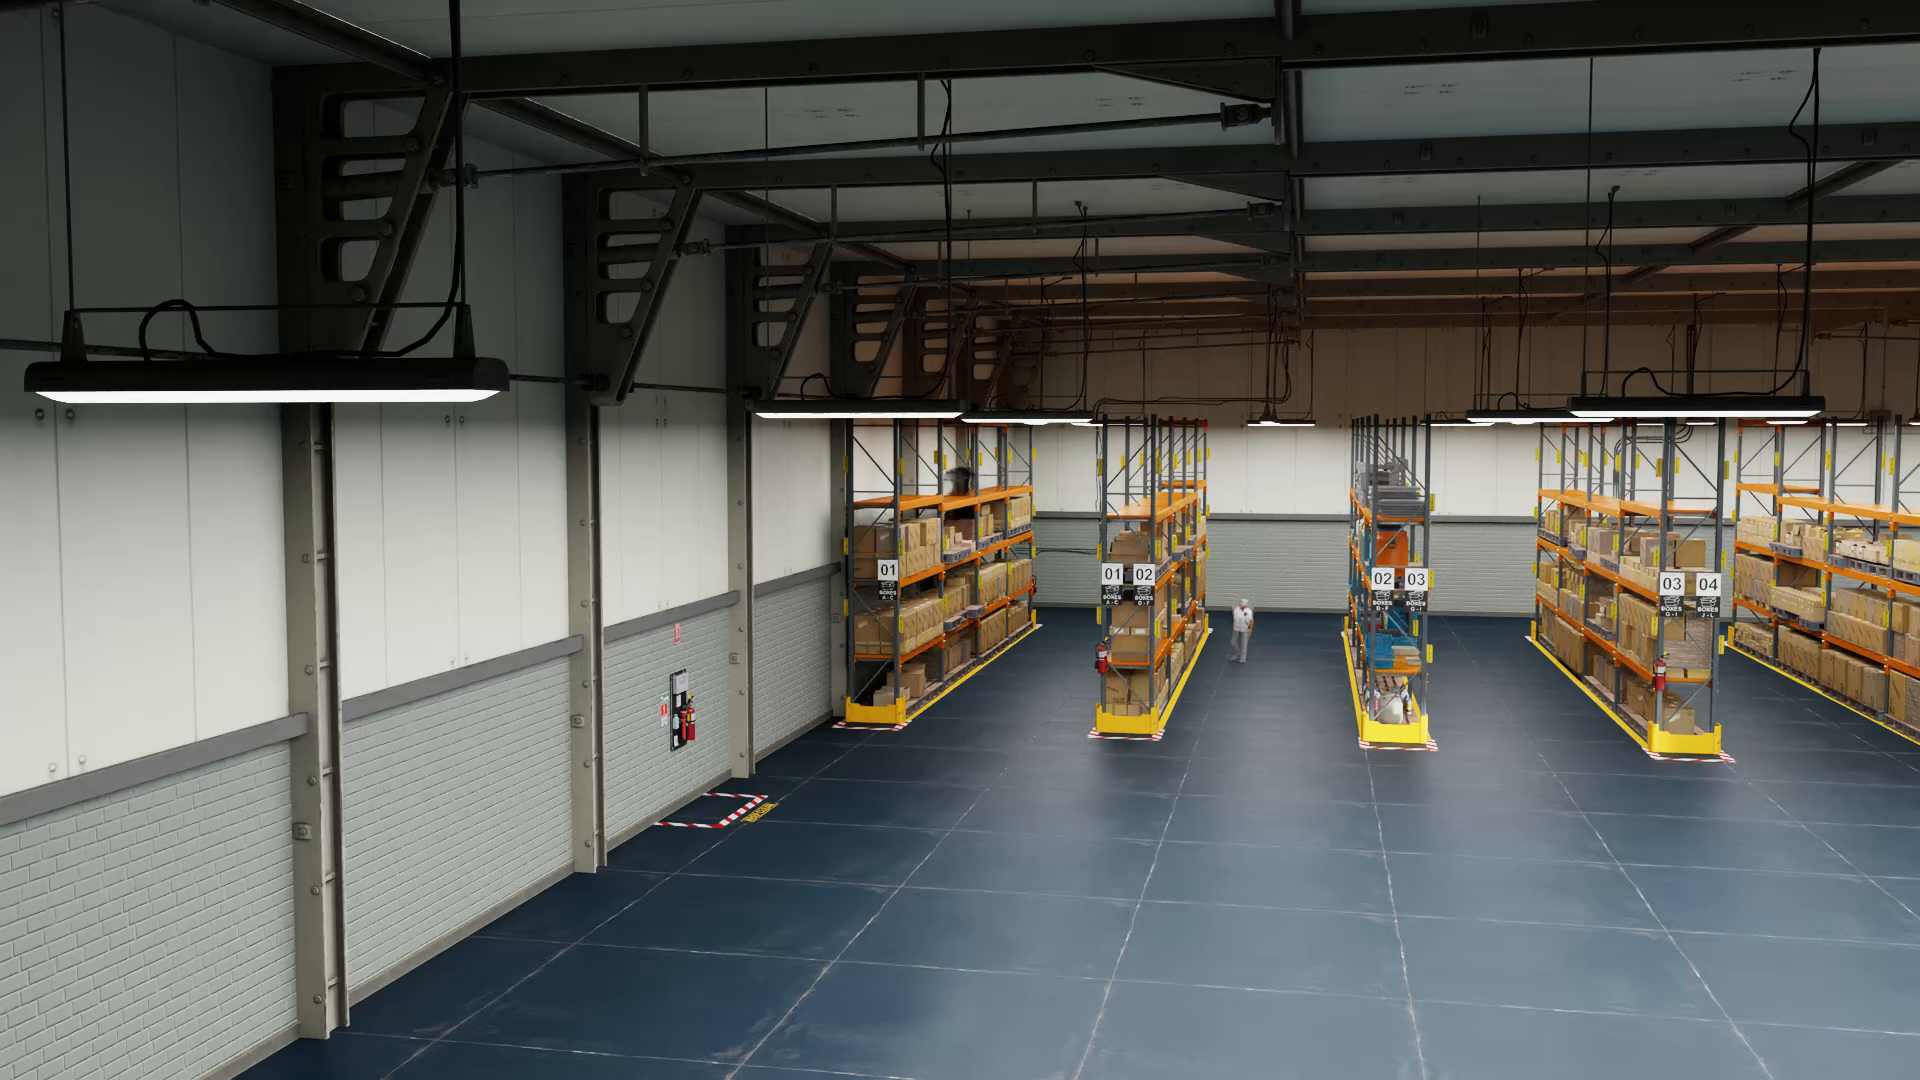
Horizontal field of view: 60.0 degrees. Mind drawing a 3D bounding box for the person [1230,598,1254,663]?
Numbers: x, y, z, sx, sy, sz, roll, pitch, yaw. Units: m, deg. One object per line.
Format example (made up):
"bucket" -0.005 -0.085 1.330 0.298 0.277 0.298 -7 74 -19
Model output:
"person" 6.887 2.212 40.671 0.626 1.610 0.580 2 4 23
